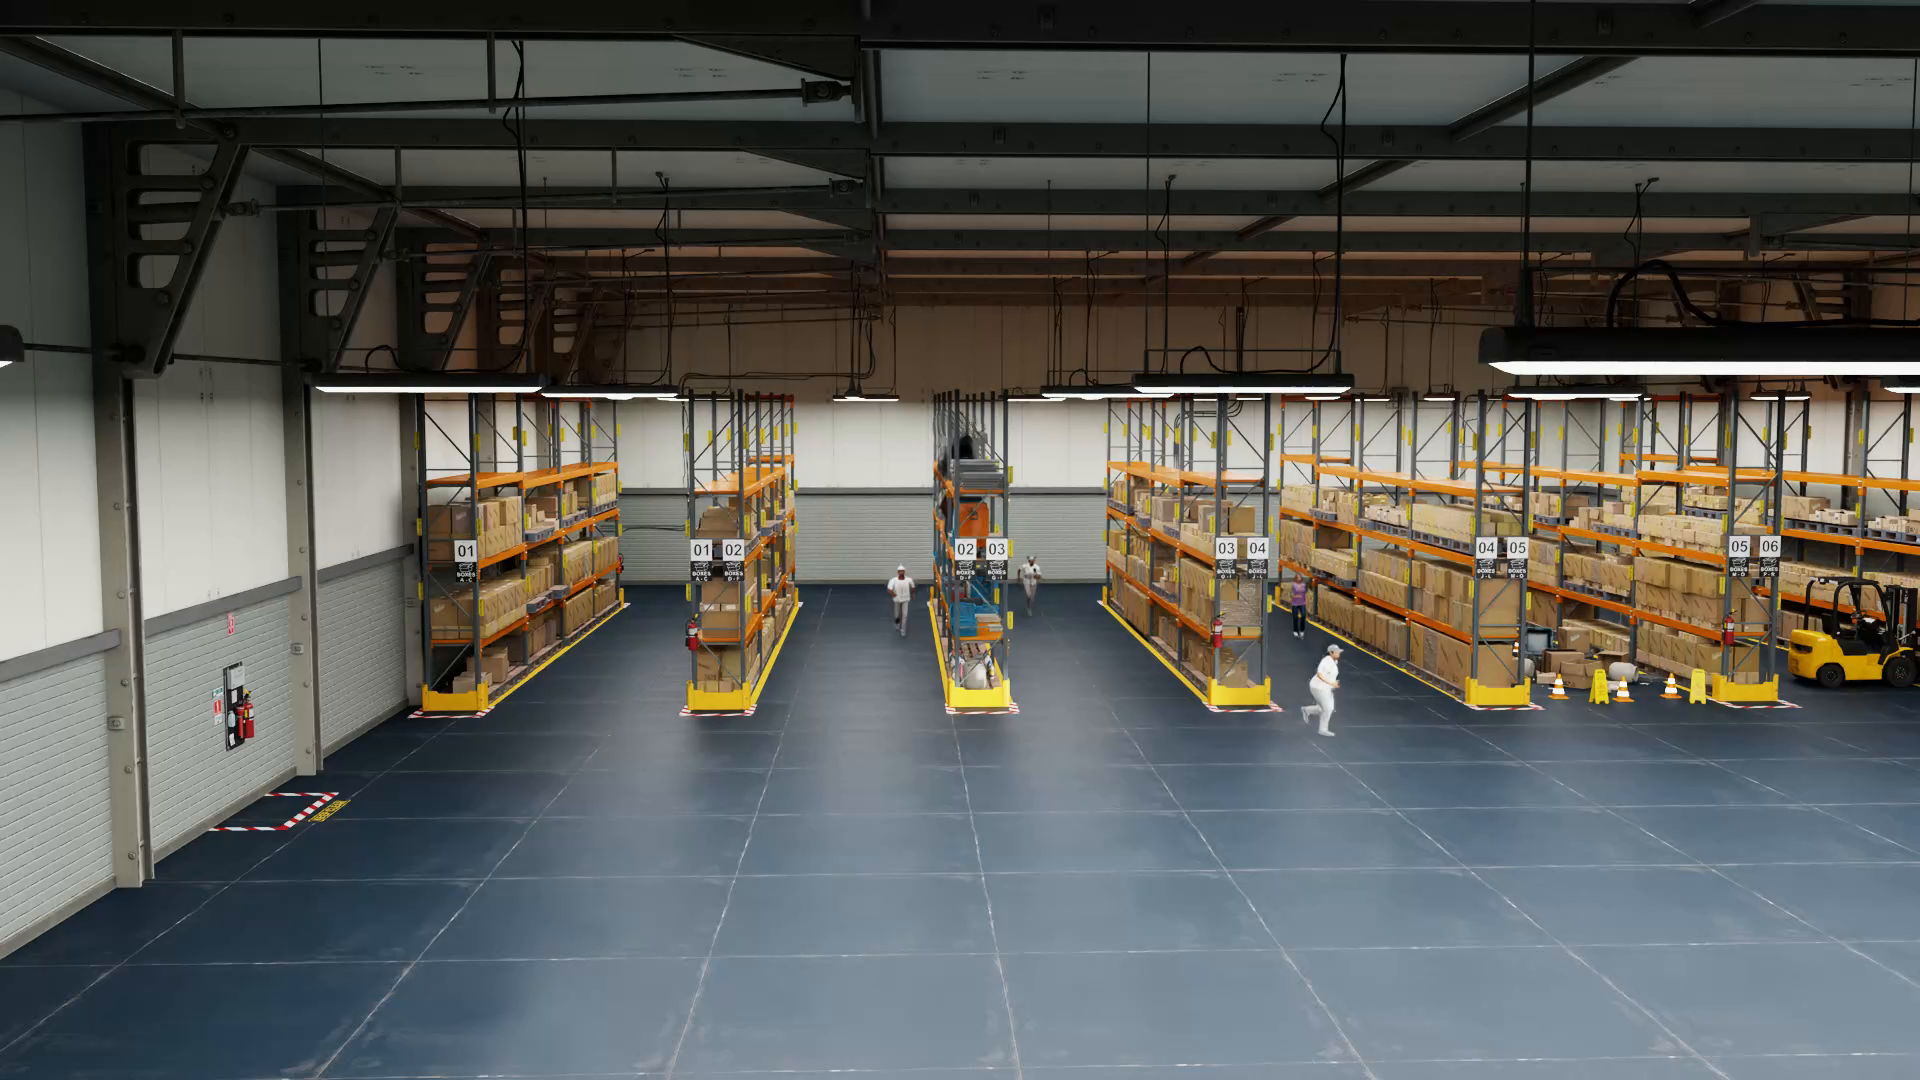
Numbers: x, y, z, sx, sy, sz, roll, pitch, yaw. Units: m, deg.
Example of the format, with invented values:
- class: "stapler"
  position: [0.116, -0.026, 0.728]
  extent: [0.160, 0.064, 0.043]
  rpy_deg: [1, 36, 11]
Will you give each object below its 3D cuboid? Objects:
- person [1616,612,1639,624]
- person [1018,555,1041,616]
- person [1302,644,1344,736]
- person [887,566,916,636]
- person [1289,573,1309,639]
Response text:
- class: "person"
  position: [17.143, 1.396, 42.655]
  extent: [0.598, 1.743, 0.779]
  rpy_deg: [-1, 5, -17]
- class: "person"
  position: [1.884, 1.215, 44.921]
  extent: [0.605, 1.656, 0.765]
  rpy_deg: [0, 5, -4]
- class: "person"
  position: [6.267, 2.592, 28.821]
  extent: [0.759, 1.612, 0.571]
  rpy_deg: [3, 6, 35]
- class: "person"
  position: [-1.441, 1.504, 41.186]
  extent: [0.714, 1.733, 0.791]
  rpy_deg: [0, 5, -6]
- class: "person"
  position: [8.290, 1.610, 40.638]
  extent: [0.509, 1.604, 0.667]
  rpy_deg: [0, 5, 4]
